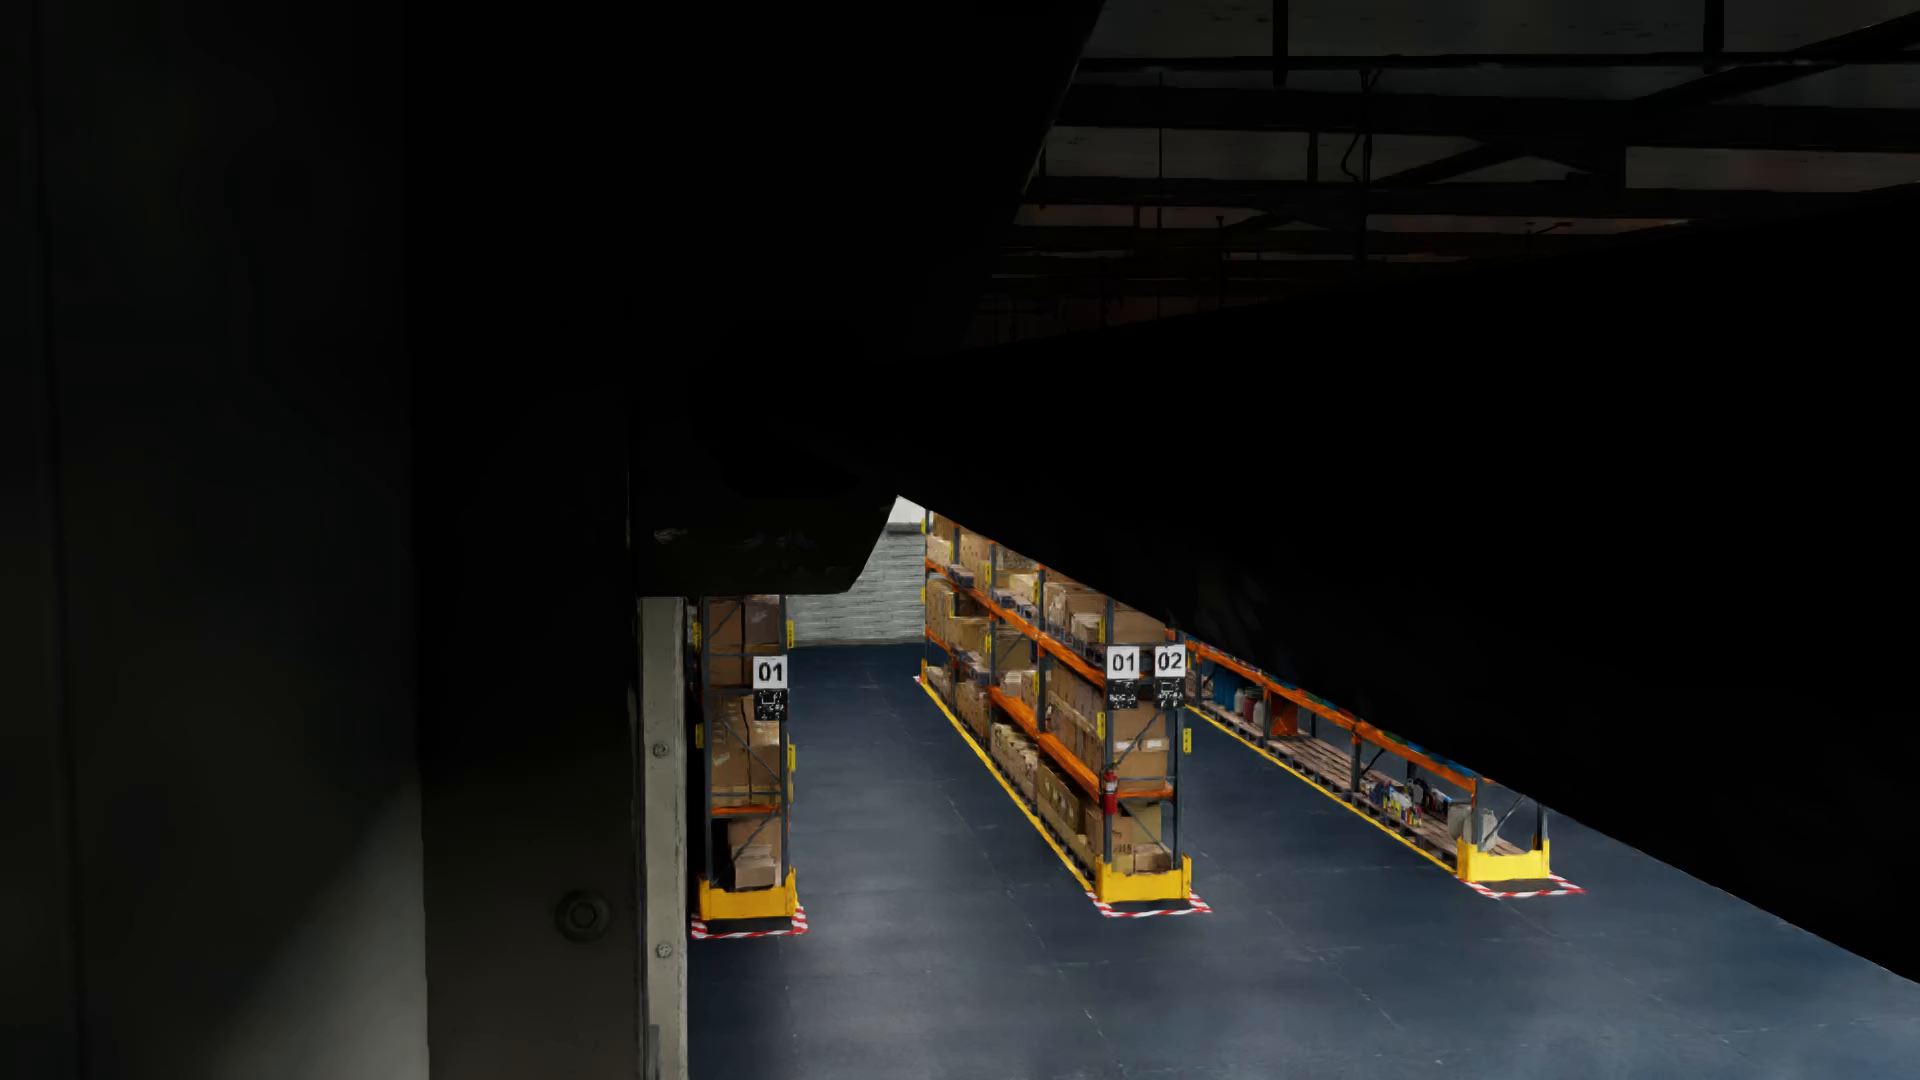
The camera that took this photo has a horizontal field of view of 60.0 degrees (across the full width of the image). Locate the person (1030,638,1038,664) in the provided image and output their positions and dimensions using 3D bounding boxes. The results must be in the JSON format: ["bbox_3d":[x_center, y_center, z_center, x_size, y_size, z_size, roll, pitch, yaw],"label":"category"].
[{"bbox_3d":[1.608,2.492,34.049,0.367,1.668,0.611,-2,5,-19],"label":"person"}]
